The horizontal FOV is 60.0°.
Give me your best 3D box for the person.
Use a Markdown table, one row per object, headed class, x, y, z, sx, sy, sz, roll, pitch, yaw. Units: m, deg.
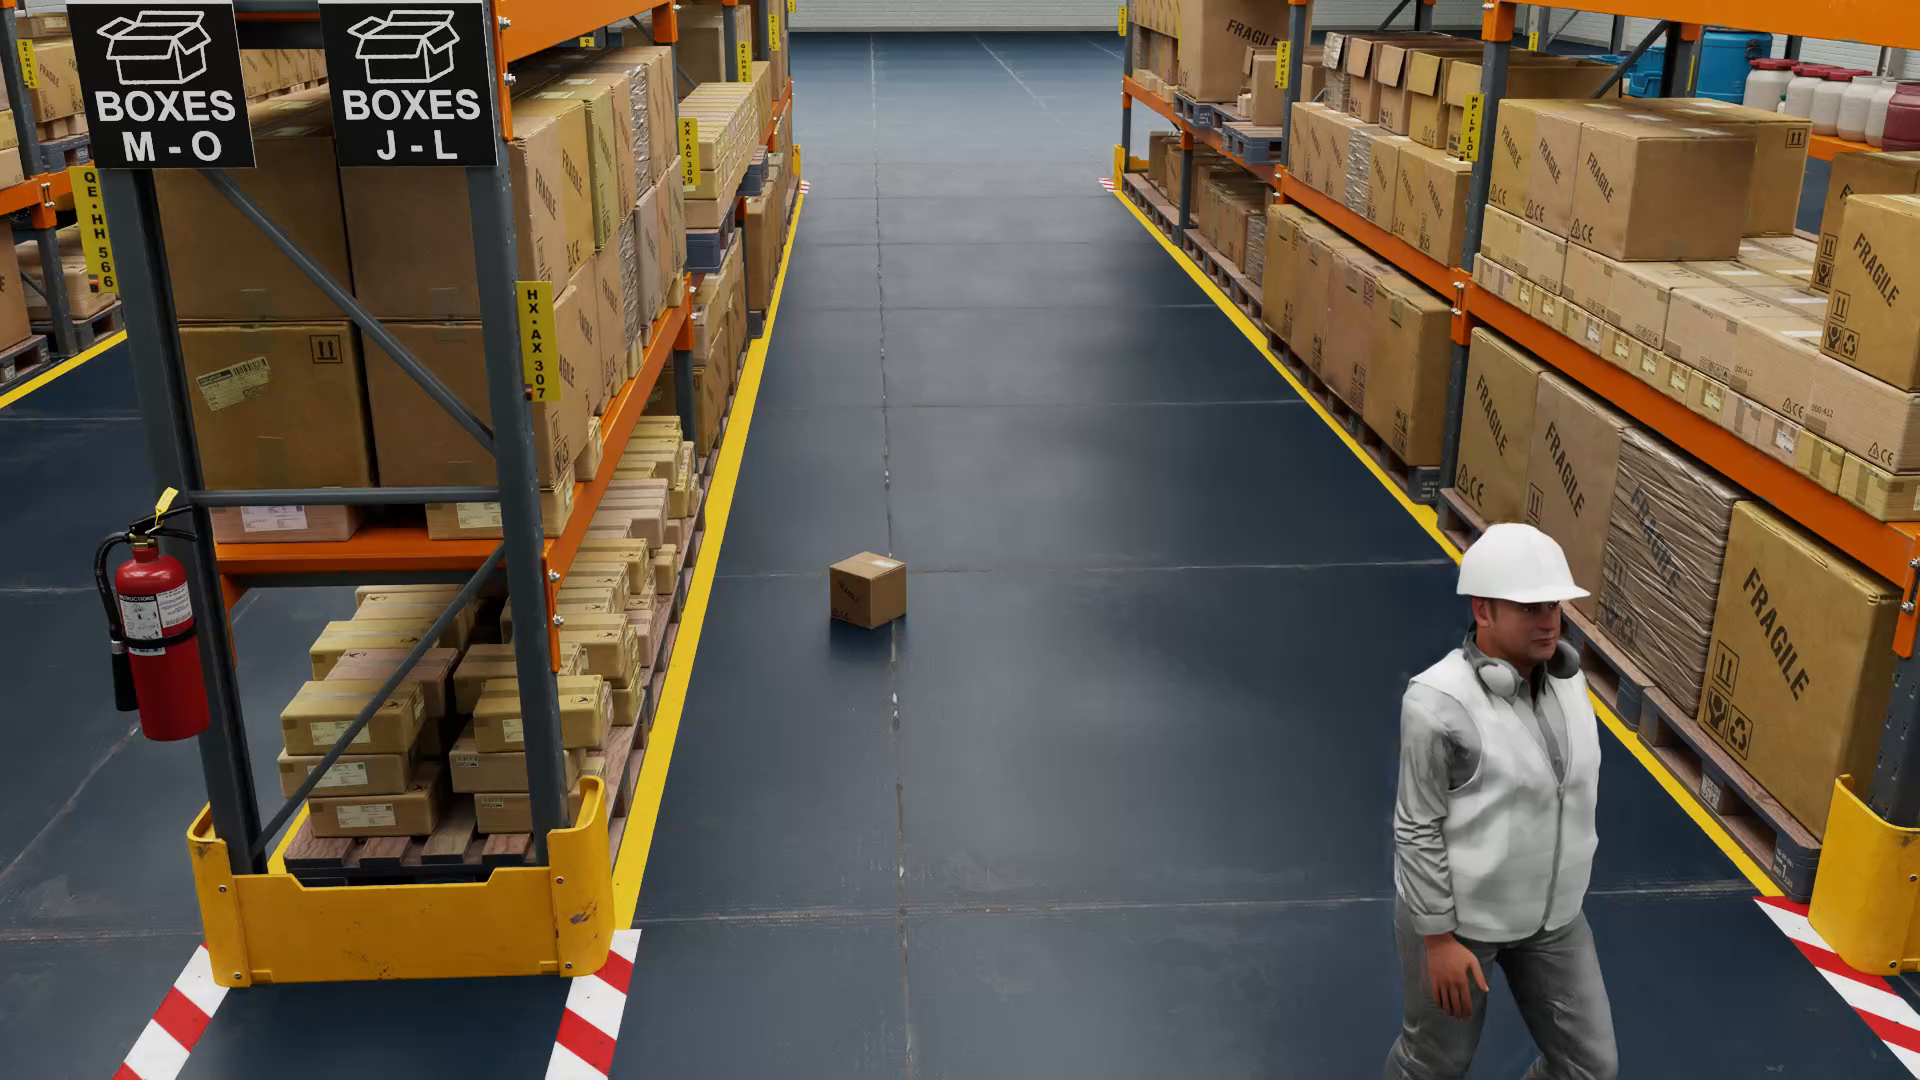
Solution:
| class | x | y | z | sx | sy | sz | roll | pitch | yaw |
| --- | --- | --- | --- | --- | --- | --- | --- | --- | --- |
| person | 1.203 | 0.854 | 3.754 | 0.570 | 1.837 | 0.533 | -9 | 22 | -24 |
